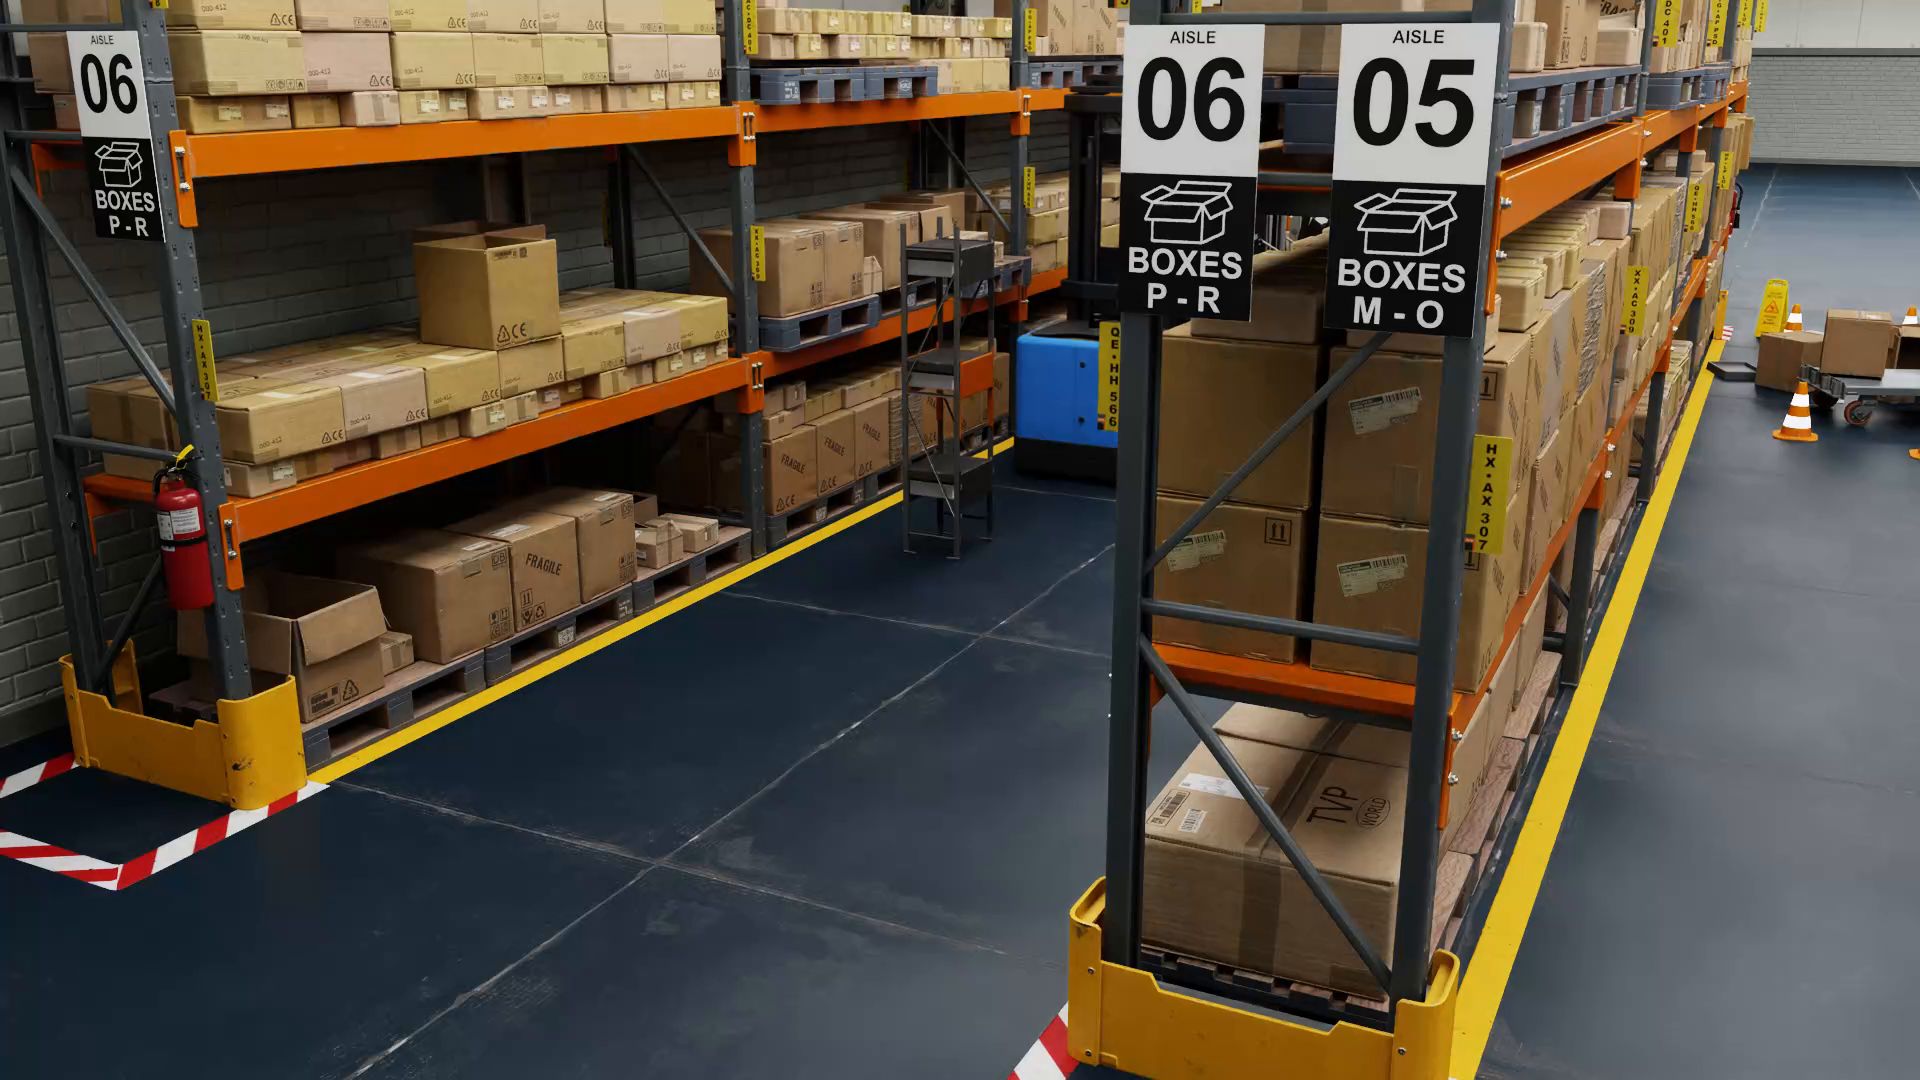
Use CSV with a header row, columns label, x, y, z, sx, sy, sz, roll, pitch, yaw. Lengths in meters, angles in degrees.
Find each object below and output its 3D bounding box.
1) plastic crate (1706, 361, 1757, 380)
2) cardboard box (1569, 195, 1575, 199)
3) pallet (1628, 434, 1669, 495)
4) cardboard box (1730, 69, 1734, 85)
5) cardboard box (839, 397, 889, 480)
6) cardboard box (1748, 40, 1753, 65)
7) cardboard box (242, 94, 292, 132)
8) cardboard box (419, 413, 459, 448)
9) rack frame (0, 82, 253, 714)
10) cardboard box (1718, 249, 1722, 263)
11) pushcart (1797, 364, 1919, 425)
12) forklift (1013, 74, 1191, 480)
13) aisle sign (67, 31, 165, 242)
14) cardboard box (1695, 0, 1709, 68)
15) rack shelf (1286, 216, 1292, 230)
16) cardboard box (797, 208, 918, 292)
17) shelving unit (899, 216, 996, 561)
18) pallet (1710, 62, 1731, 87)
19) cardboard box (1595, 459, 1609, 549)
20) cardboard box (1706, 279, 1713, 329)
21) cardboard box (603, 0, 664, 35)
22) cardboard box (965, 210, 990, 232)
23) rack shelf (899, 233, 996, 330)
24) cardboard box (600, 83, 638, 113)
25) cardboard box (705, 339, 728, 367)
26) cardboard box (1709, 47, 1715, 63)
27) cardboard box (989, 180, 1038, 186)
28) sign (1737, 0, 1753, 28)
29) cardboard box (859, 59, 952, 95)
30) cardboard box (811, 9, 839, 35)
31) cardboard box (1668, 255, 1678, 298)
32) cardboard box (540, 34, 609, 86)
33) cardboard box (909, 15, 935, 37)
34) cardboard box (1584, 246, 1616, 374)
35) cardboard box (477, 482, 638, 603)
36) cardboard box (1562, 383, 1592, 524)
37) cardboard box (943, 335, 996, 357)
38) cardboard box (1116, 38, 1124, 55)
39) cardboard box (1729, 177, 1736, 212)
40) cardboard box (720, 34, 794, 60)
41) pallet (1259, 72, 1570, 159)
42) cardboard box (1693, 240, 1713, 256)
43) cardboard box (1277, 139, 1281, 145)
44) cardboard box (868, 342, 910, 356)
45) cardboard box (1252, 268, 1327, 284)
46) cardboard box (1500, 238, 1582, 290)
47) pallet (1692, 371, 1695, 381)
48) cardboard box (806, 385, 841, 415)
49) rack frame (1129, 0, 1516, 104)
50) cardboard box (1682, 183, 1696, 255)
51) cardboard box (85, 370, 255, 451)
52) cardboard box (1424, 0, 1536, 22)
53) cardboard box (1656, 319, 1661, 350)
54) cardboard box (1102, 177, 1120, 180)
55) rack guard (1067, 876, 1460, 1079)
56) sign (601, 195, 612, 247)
label,x,y,z,sx,sy,sz,roll,pitch,yaw
plastic crate,7.734,-1.693,16.583,0.402,0.080,0.583,2,17,6
cardboard box,3.386,-1.825,9.969,0.500,0.500,0.500,8,19,26
pallet,4.862,-0.640,12.808,1.003,0.211,1.213,8,18,25
cardboard box,6.827,-4.222,15.142,0.380,0.149,0.250,8,18,25
cardboard box,-0.844,-0.751,11.936,0.500,0.500,0.500,8,18,24
cardboard box,8.099,-5.160,17.600,0.500,0.250,0.500,8,18,25
cardboard box,-3.061,-1.810,7.022,0.380,0.149,0.250,8,19,26
cardboard box,-2.673,-0.566,8.103,0.380,0.149,0.250,8,19,26
rack frame,-3.505,-0.371,7.004,1.000,3.000,0.127,8,18,25
cardboard box,7.743,-2.966,17.378,0.380,0.149,0.250,8,19,26
pushcart,8.361,-1.262,14.612,1.648,0.377,0.936,2,17,6
forklift,1.518,-2.205,13.302,1.130,2.935,3.031,8,18,25
aisle sign,-3.273,-1.562,6.449,0.394,0.787,0.004,8,18,25
cardboard box,4.239,-3.189,10.310,0.700,0.500,0.500,7,18,23
rack shelf,2.751,-3.592,19.113,1.077,0.370,4.000,8,18,25
cardboard box,-0.719,-2.065,11.796,0.700,0.500,0.500,8,18,25
shelving unit,-0.074,-0.964,10.583,0.431,2.100,0.503,8,18,25
pallet,5.928,-4.001,14.288,1.213,0.211,1.003,8,18,25
cardboard box,3.327,-0.341,9.898,0.875,0.875,0.875,9,19,27
cardboard box,7.033,-2.293,16.251,0.500,0.500,0.500,9,19,28
cardboard box,-1.947,-2.848,8.940,0.500,0.250,0.500,8,18,24
cardboard box,0.022,-2.726,14.319,0.500,0.250,0.500,9,19,27
rack shelf,-0.074,-1.622,10.388,0.431,0.518,0.480,8,18,25
cardboard box,-1.968,-2.387,8.964,0.380,0.149,0.250,8,18,25
cardboard box,-1.634,-1.156,10.088,0.380,0.149,0.250,8,18,26
cardboard box,5.937,-4.069,13.712,0.500,0.250,0.500,8,18,26
cardboard box,0.492,-3.217,15.273,0.380,0.149,0.250,8,18,24
sign,6.797,-4.602,14.381,0.100,0.325,0.005,8,18,25
cardboard box,-0.390,-3.357,12.054,0.500,0.250,0.500,8,18,25
cardboard box,-0.985,-3.255,10.453,0.380,0.149,0.250,8,18,24
cardboard box,4.523,-1.790,11.168,0.500,0.250,0.500,8,18,25
cardboard box,-2.171,-2.481,8.580,0.500,0.250,0.500,9,19,27
cardboard box,-0.399,-3.652,11.825,0.380,0.149,0.250,8,18,26
cardboard box,2.527,-1.003,7.200,0.500,0.500,0.500,8,18,25
cardboard box,-2.266,0.005,9.391,0.700,0.500,0.500,7,18,23
cardboard box,2.309,-0.395,6.909,0.500,0.500,0.500,8,18,25
cardboard box,0.075,-1.564,13.536,0.380,0.149,0.250,7,18,23
cardboard box,1.293,-4.479,15.095,0.380,0.149,0.250,8,18,25
cardboard box,8.091,-3.833,17.962,0.500,0.500,0.500,8,18,24
cardboard box,-1.229,-2.982,10.055,0.380,0.149,0.250,8,19,26
pallet,1.259,-1.326,5.107,1.003,0.211,1.213,8,18,25
cardboard box,6.727,-2.716,15.340,0.380,0.149,0.250,8,18,25
cardboard box,3.673,-4.830,20.179,0.380,0.149,0.250,8,18,26
cardboard box,-0.624,-1.491,13.291,0.380,0.149,0.250,8,18,26
cardboard box,1.010,-0.763,5.254,0.380,0.149,0.250,8,19,26
cardboard box,2.074,-1.023,6.130,0.380,0.149,0.250,8,18,24
pallet,6.568,-1.636,16.160,1.003,0.211,1.213,8,18,25
cardboard box,-1.050,-0.980,11.568,0.380,0.149,0.250,8,18,24
rack frame,0.937,-2.616,4.027,1.000,3.000,0.127,8,18,25
cardboard box,5.146,-2.388,12.362,0.500,0.500,0.500,9,19,28
cardboard box,-3.537,-0.592,7.491,0.500,0.250,0.500,9,19,27
cardboard box,1.651,-1.759,5.655,0.500,0.311,0.500,8,19,26
cardboard box,4.064,-1.286,10.348,0.500,0.250,0.500,8,18,25
cardboard box,1.358,-3.342,15.692,0.380,0.149,0.250,8,18,26
rack guard,0.926,1.464,5.216,1.175,0.500,0.348,8,18,25
sign,-2.216,-2.014,10.504,0.100,0.325,0.005,8,18,25
